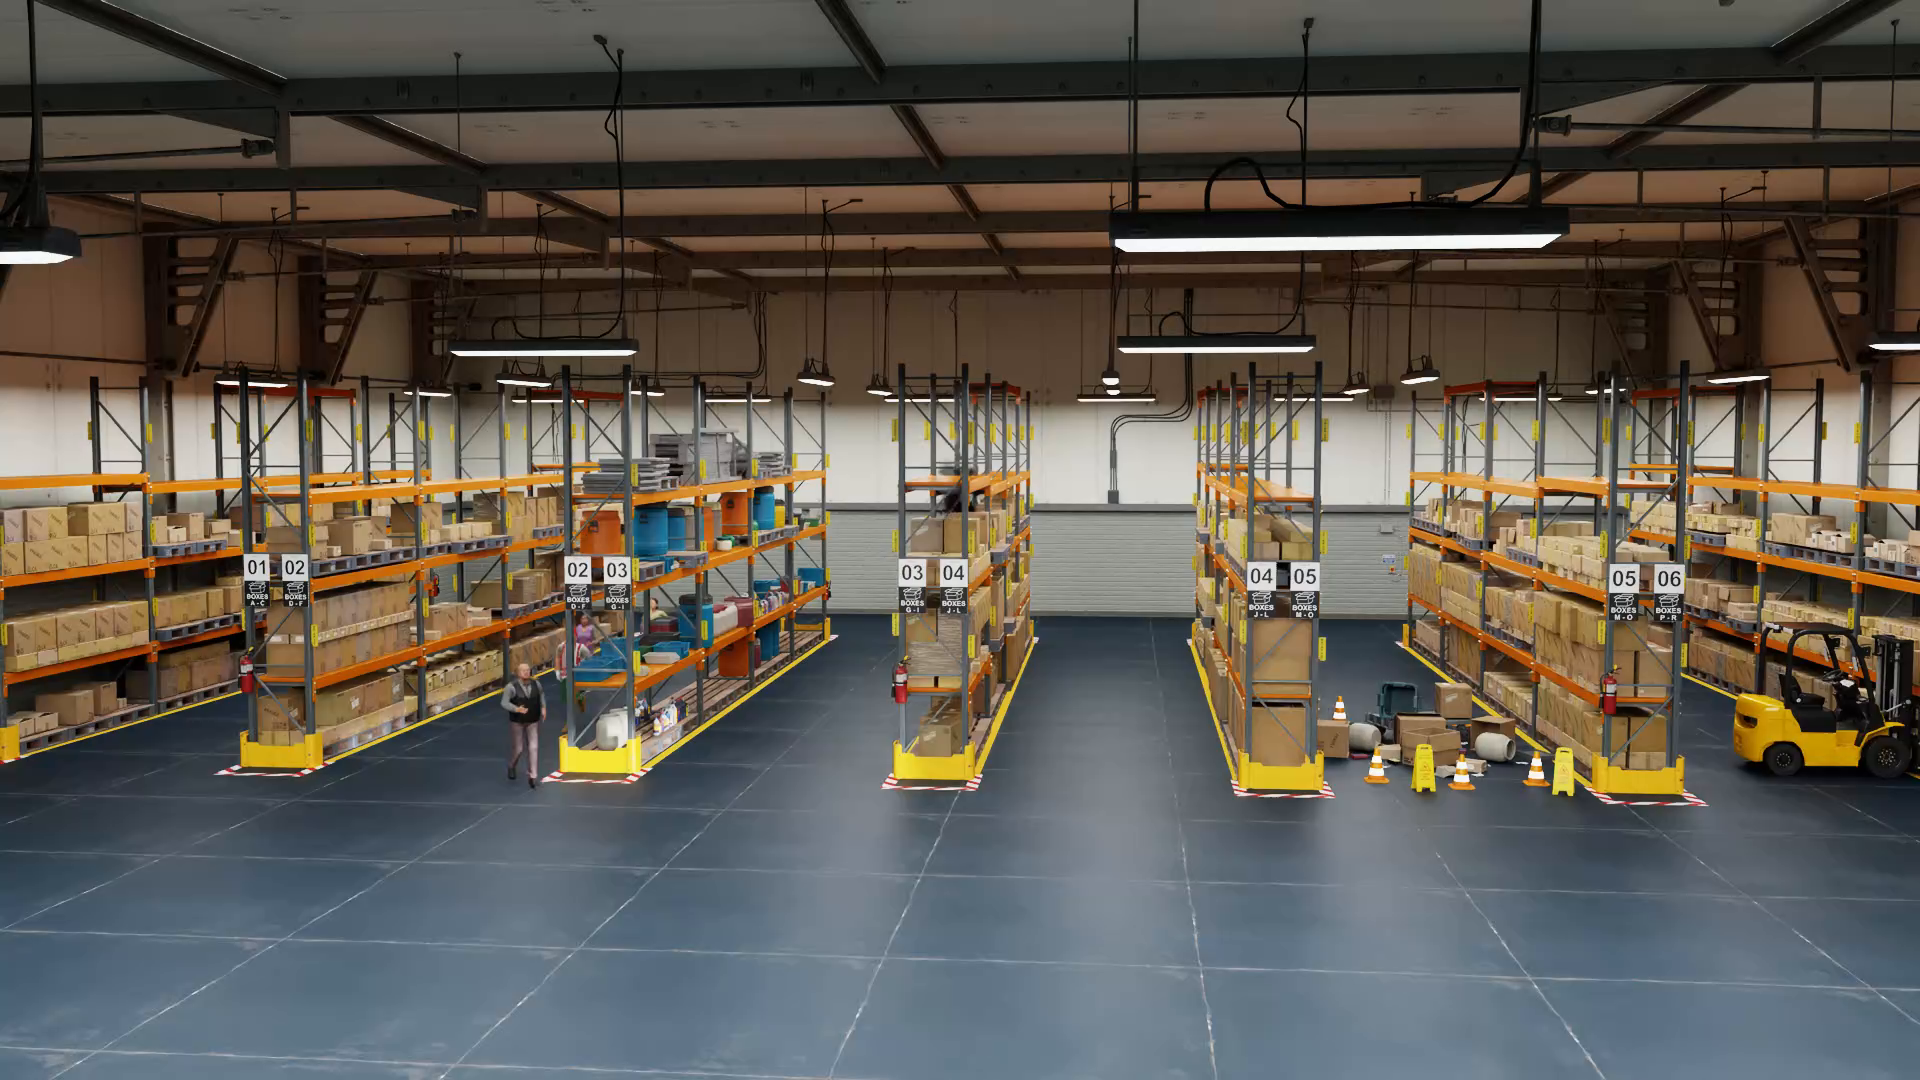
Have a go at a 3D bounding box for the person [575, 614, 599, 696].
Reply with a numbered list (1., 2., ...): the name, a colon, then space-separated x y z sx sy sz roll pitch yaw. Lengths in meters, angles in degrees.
1. person: -7.064 2.179 31.351 0.539 1.613 0.871 0 4 -6

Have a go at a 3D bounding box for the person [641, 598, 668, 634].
1. person: -6.275 2.001 34.125 0.593 1.640 0.875 0 4 6

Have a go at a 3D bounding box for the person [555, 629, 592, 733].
1. person: -6.531 2.346 28.188 0.677 1.756 0.816 1 4 13

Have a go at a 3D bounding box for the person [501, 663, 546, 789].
1. person: -6.202 2.615 23.673 0.678 1.738 0.861 -2 4 -31
